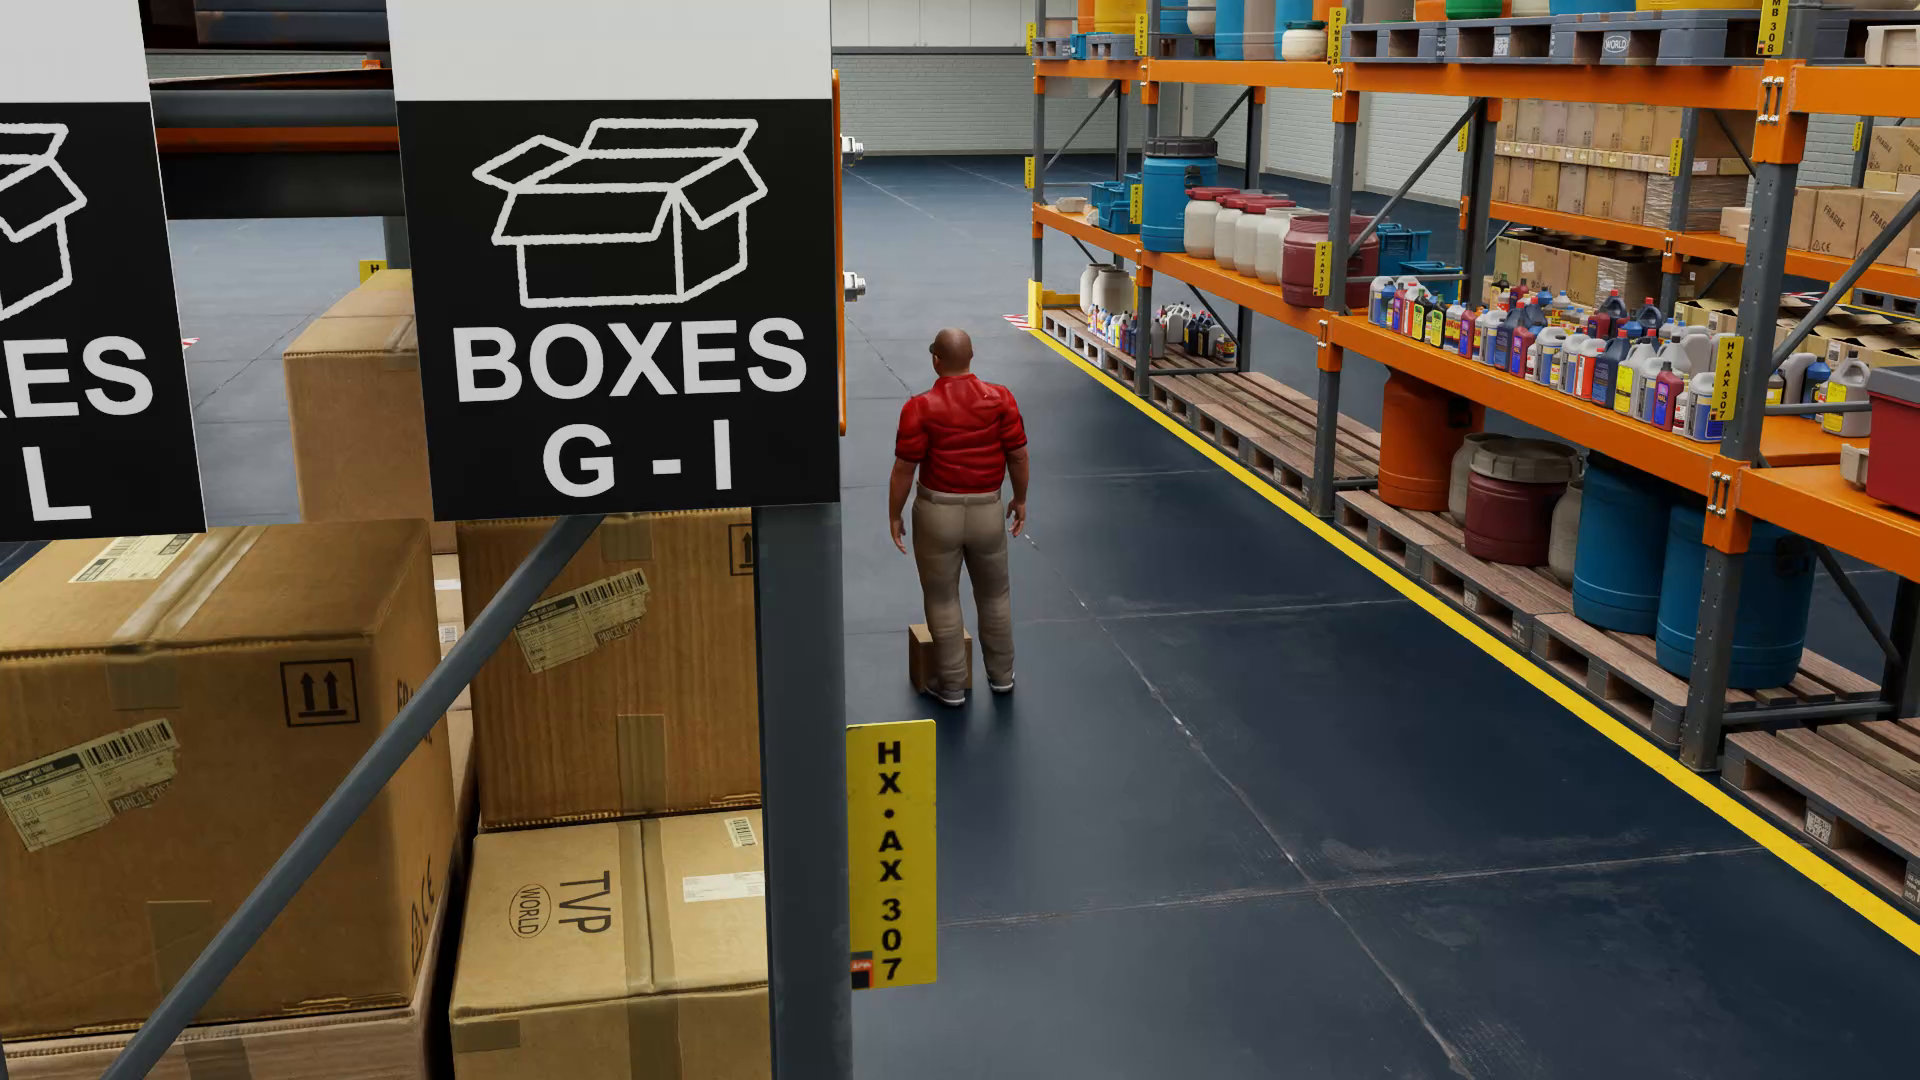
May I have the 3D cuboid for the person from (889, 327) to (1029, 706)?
[{"bbox_3d":[-0.018,-0.115,7.428,0.641,1.726,0.550,-4,17,-12],"label":"person"}]
